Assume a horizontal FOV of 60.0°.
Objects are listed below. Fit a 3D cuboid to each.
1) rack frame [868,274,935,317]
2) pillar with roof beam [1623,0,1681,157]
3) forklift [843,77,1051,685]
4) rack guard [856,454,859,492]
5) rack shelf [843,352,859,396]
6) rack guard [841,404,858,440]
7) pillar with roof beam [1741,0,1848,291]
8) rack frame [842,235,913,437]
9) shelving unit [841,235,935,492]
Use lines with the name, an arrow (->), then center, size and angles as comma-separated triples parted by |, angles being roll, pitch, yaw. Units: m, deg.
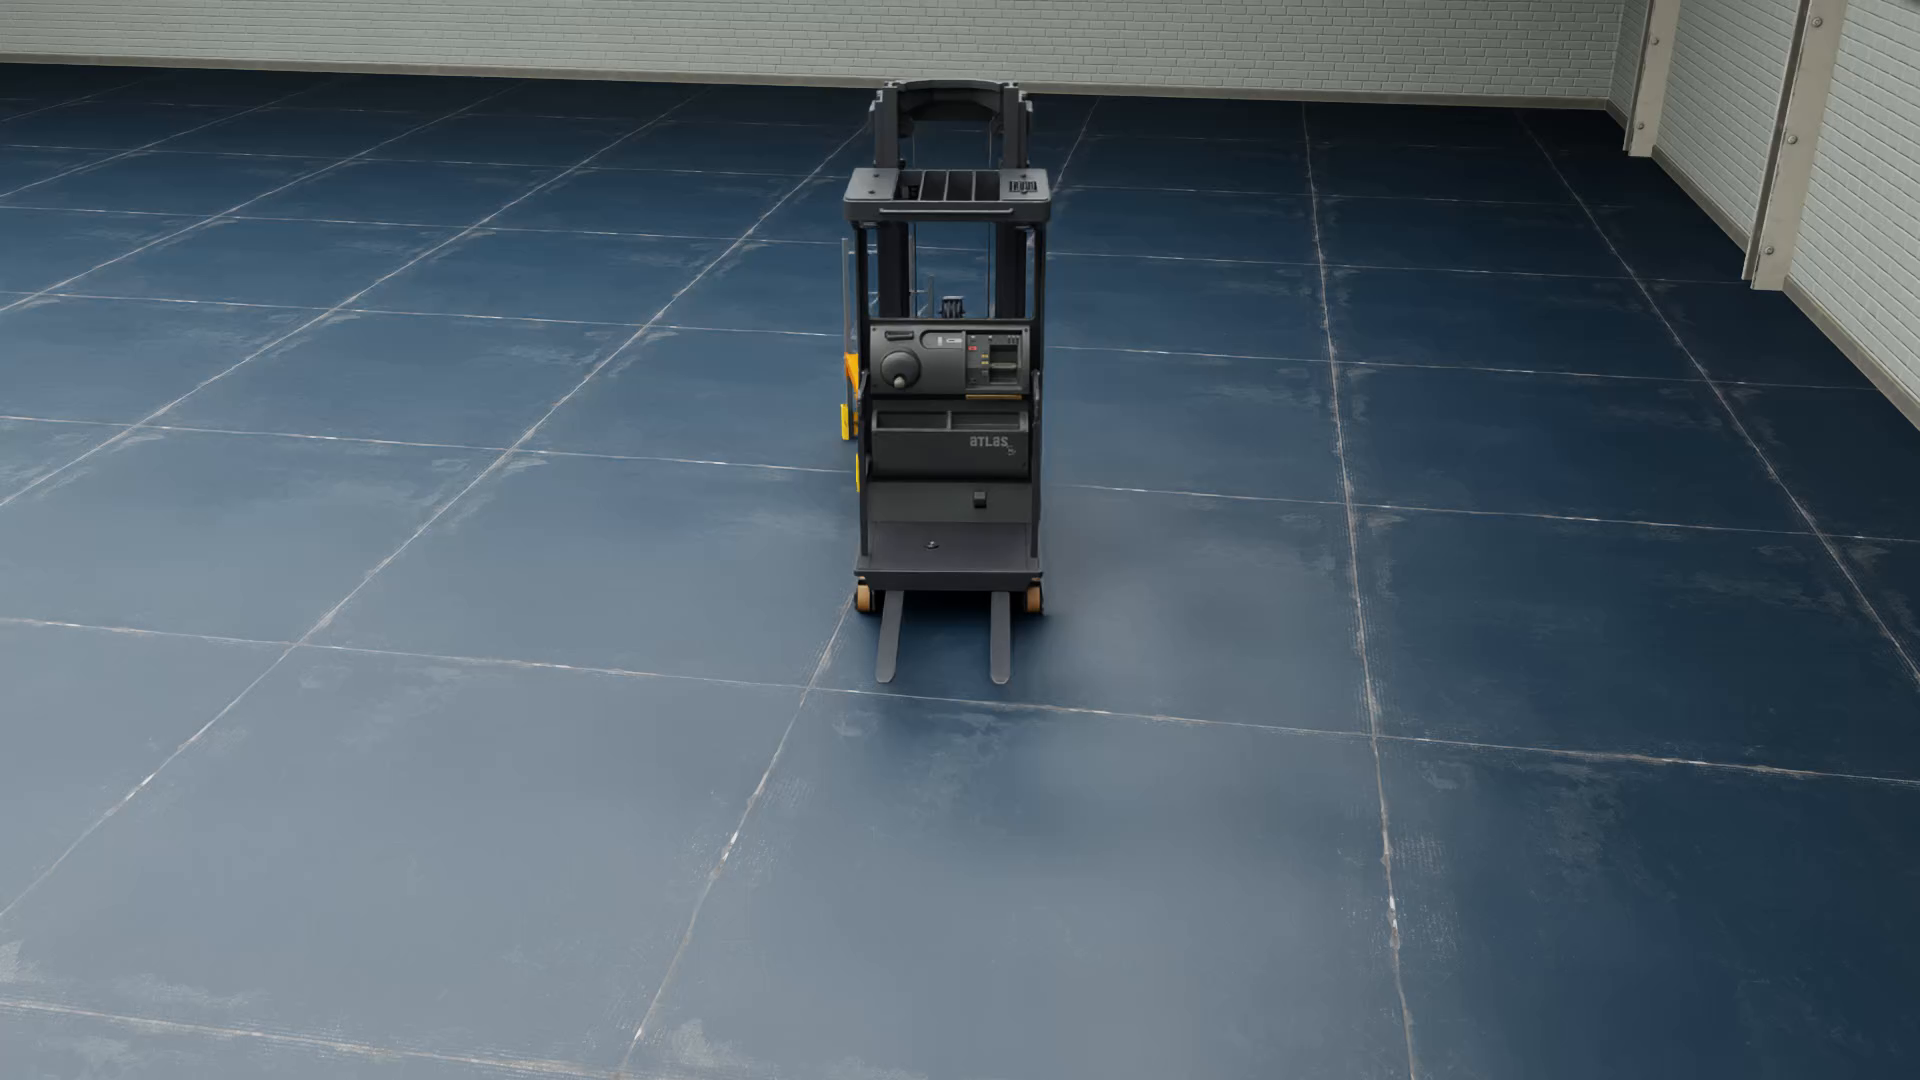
rack frame -> -0.417, -1.045, 11.213 | 0.500, 1.500, 0.032 | -4, 25, -9
pillar with roof beam -> 4.470, -9.347, 20.104 | 9.100, 9.000, 0.400 | 4, 25, 9
forklift -> -0.059, -1.025, 9.483 | 1.130, 2.935, 3.031 | 1, 25, 1
rack guard -> -0.417, -0.479, 11.479 | 0.587, 0.250, 0.087 | -4, 25, -9
rack shelf -> -0.503, -1.094, 11.743 | 0.538, 0.185, 1.000 | -4, 25, -9
rack guard -> -0.585, -0.895, 12.368 | 0.587, 0.250, 0.087 | -4, 25, -9
pillar with roof beam -> 3.490, -6.838, 14.743 | 9.100, 9.000, 0.400 | 4, 25, 9
rack frame -> -0.589, -1.470, 12.121 | 0.500, 1.500, 0.032 | -4, 25, -9
shelving unit -> -0.501, -1.253, 11.659 | 0.587, 1.500, 1.083 | -4, 25, -9
